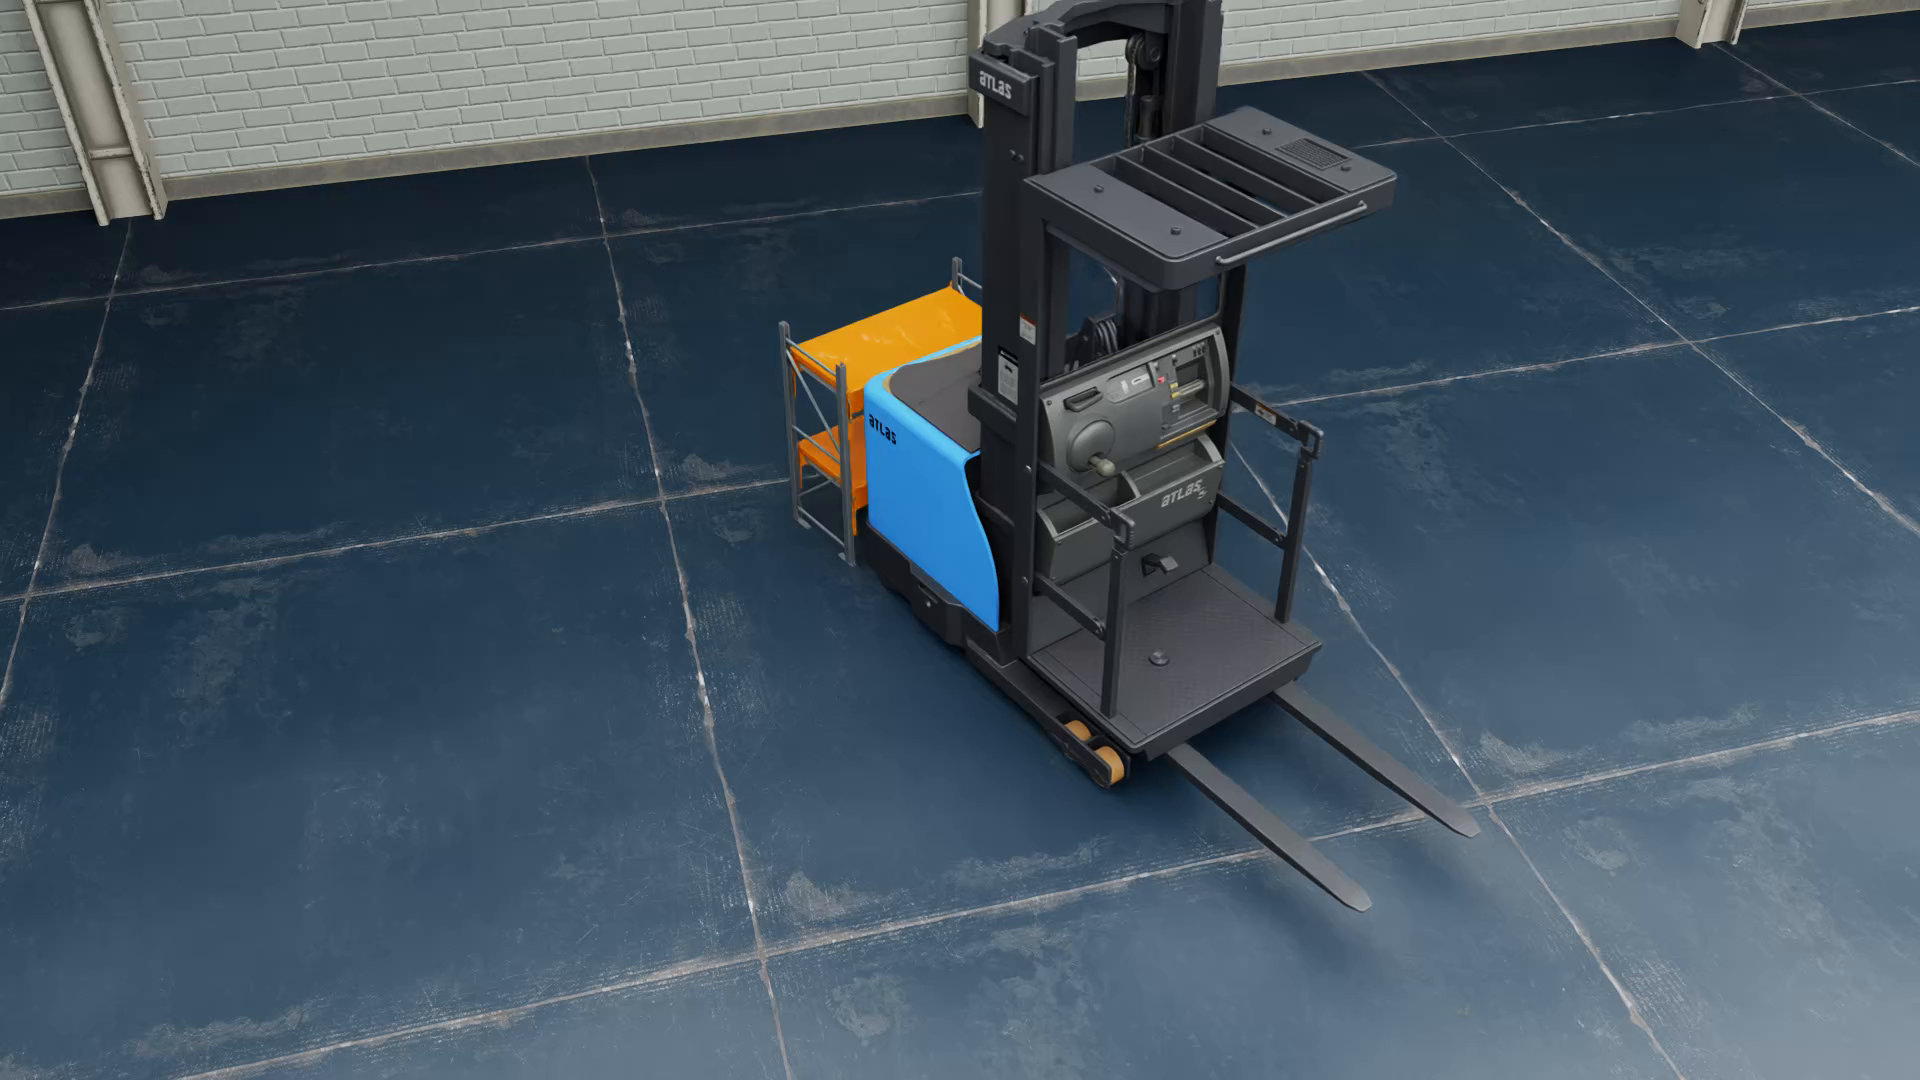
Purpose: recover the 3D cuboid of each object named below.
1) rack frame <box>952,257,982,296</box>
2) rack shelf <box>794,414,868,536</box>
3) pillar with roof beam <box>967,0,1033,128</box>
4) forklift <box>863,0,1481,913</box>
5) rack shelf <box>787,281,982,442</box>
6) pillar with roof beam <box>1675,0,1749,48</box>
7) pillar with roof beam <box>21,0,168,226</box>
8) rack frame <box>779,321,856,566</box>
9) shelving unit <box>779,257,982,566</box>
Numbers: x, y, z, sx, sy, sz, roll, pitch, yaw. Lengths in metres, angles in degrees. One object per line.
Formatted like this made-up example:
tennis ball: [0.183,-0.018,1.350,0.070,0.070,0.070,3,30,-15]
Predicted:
rack frame: [0.125,-0.826,8.384,0.032,1.125,0.500,-26,44,-29]
rack shelf: [-0.274,-0.441,8.282,1.000,0.278,0.538,-26,44,-29]
pillar with roof beam: [1.408,-4.186,6.295,0.400,9.000,9.100,-9,38,-12]
forklift: [0.835,-0.483,6.449,1.130,2.935,3.031,-24,44,-28]
rack shelf: [-0.274,-0.867,7.956,1.000,0.278,0.538,-26,44,-29]
pillar with roof beam: [7.200,-5.136,7.538,0.400,9.000,9.100,-9,38,-12]
pillar with roof beam: [-4.385,-3.236,5.053,0.400,9.000,9.100,-9,38,-12]
rack frame: [-0.673,-0.444,7.883,0.032,1.125,0.500,-26,44,-29]
shelving unit: [-0.274,-0.635,8.134,1.048,1.125,0.538,-26,44,-29]
